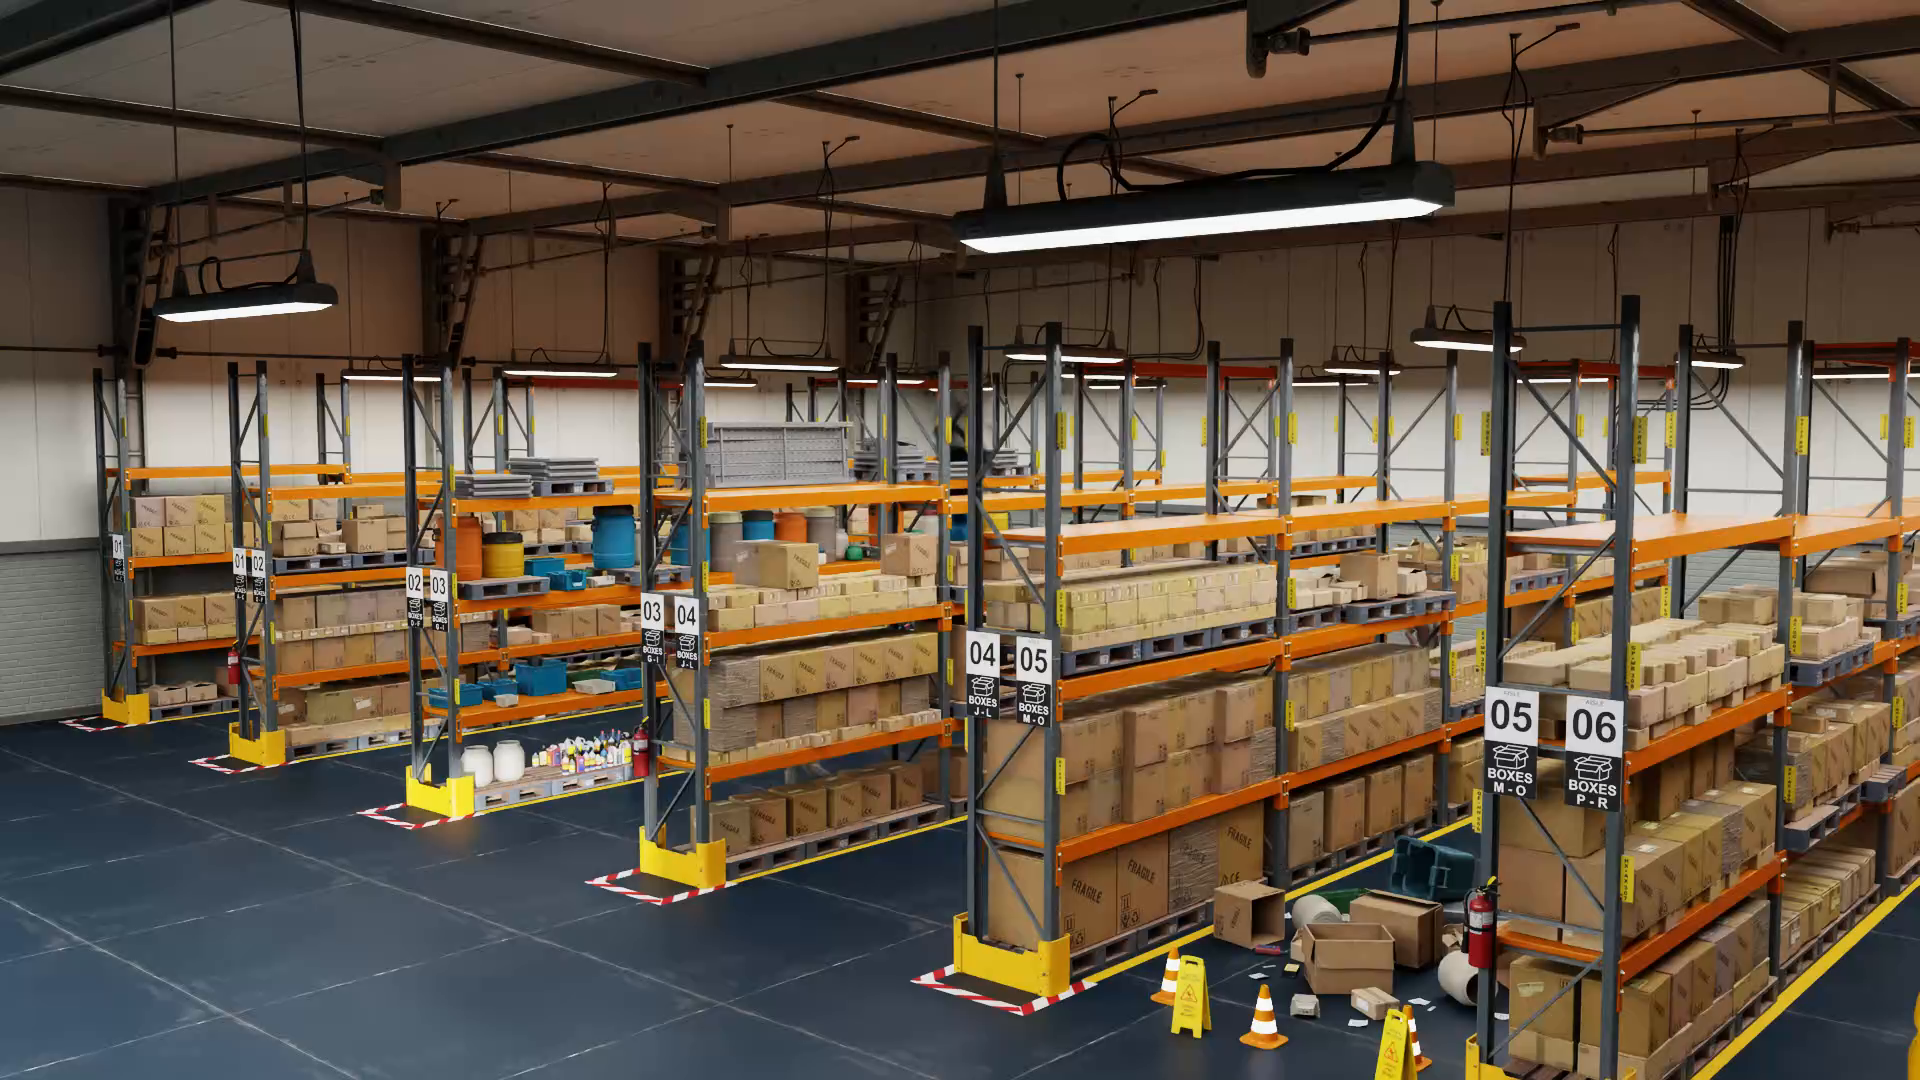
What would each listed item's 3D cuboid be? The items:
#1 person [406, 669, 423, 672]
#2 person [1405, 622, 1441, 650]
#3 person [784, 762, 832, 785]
[{"bbox_3d":[-9.460,2.253,28.883,0.705,1.656,0.610,-4,6,-43],"label":"person"},{"bbox_3d":[8.587,2.060,30.693,0.762,1.781,0.768,-2,4,-20],"label":"person"},{"bbox_3d":[-2.091,2.639,22.261,0.704,1.763,0.896,4,6,44],"label":"person"}]
